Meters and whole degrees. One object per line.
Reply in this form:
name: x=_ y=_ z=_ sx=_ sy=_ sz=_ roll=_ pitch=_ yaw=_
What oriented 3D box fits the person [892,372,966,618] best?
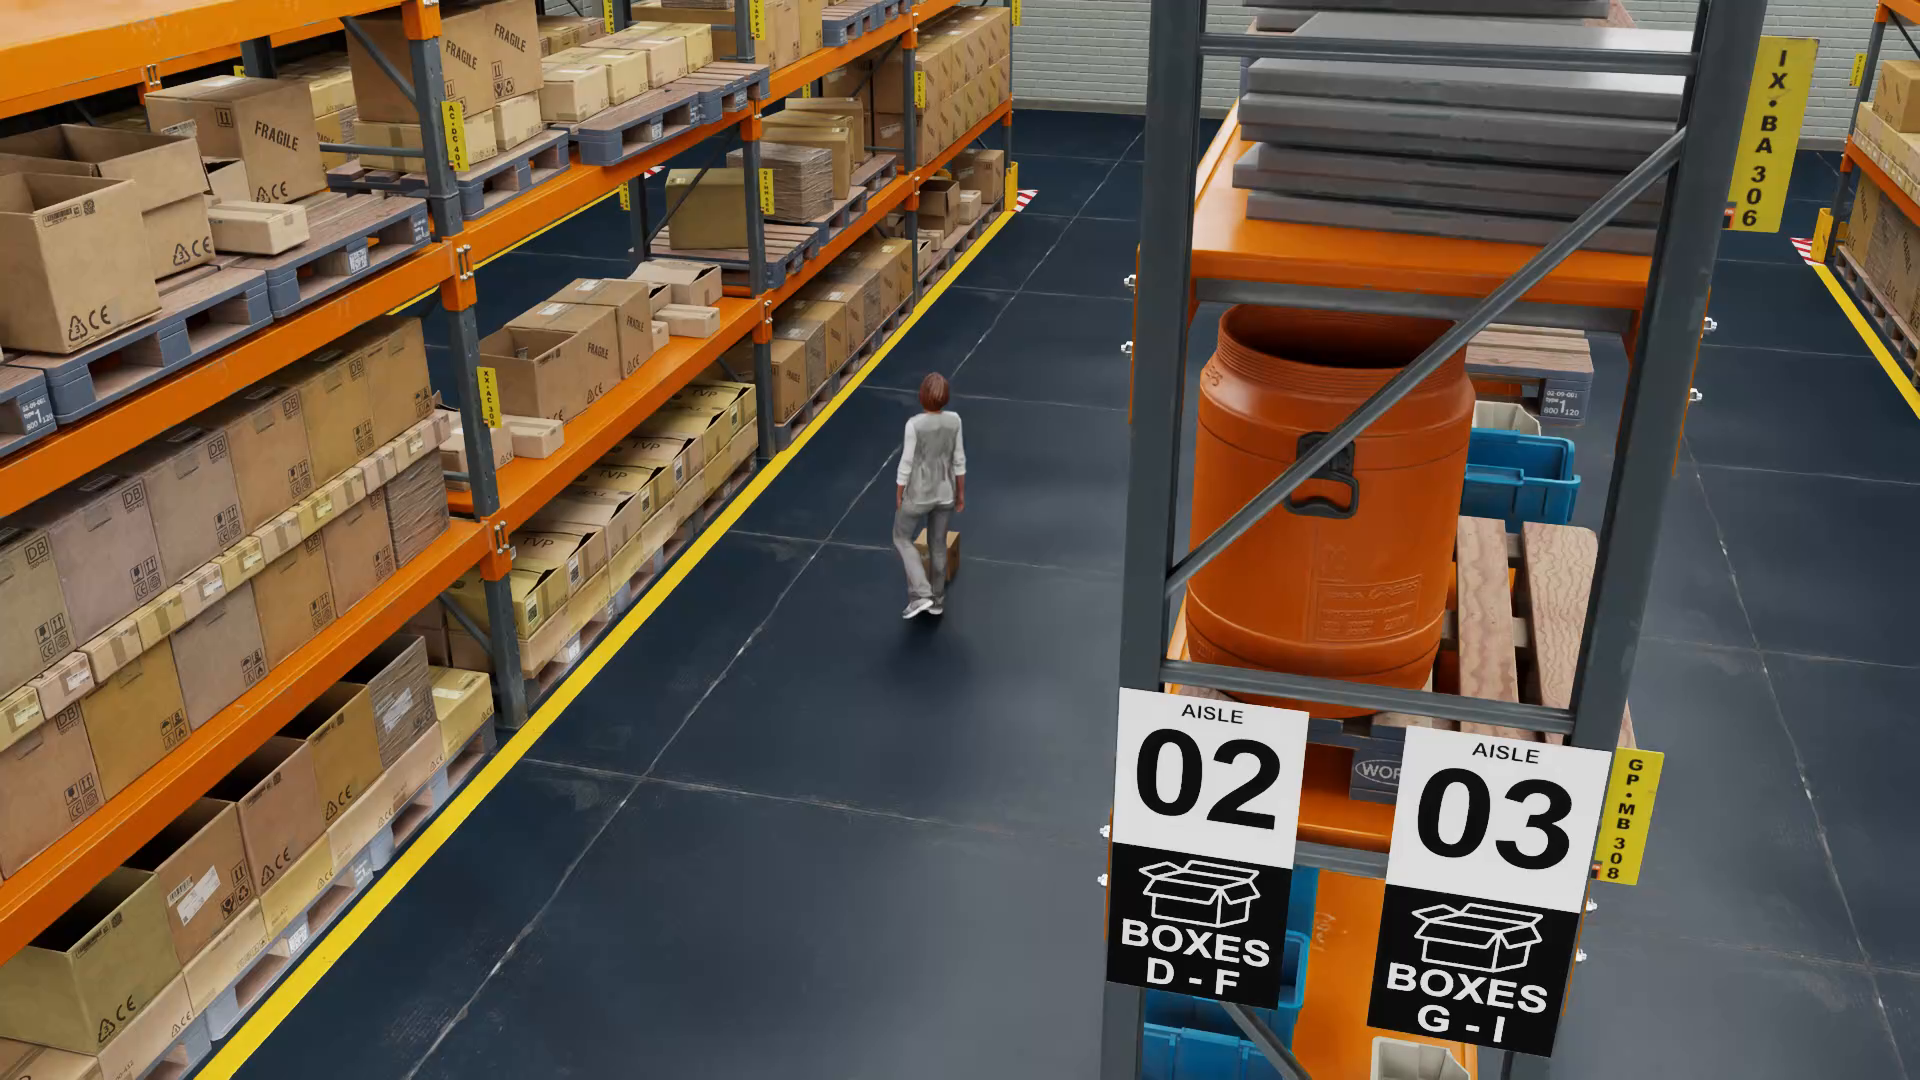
person: x=-0.176 y=-0.260 z=10.211 sx=0.435 sy=1.598 sz=0.419 roll=-12 pitch=28 yaw=-23
